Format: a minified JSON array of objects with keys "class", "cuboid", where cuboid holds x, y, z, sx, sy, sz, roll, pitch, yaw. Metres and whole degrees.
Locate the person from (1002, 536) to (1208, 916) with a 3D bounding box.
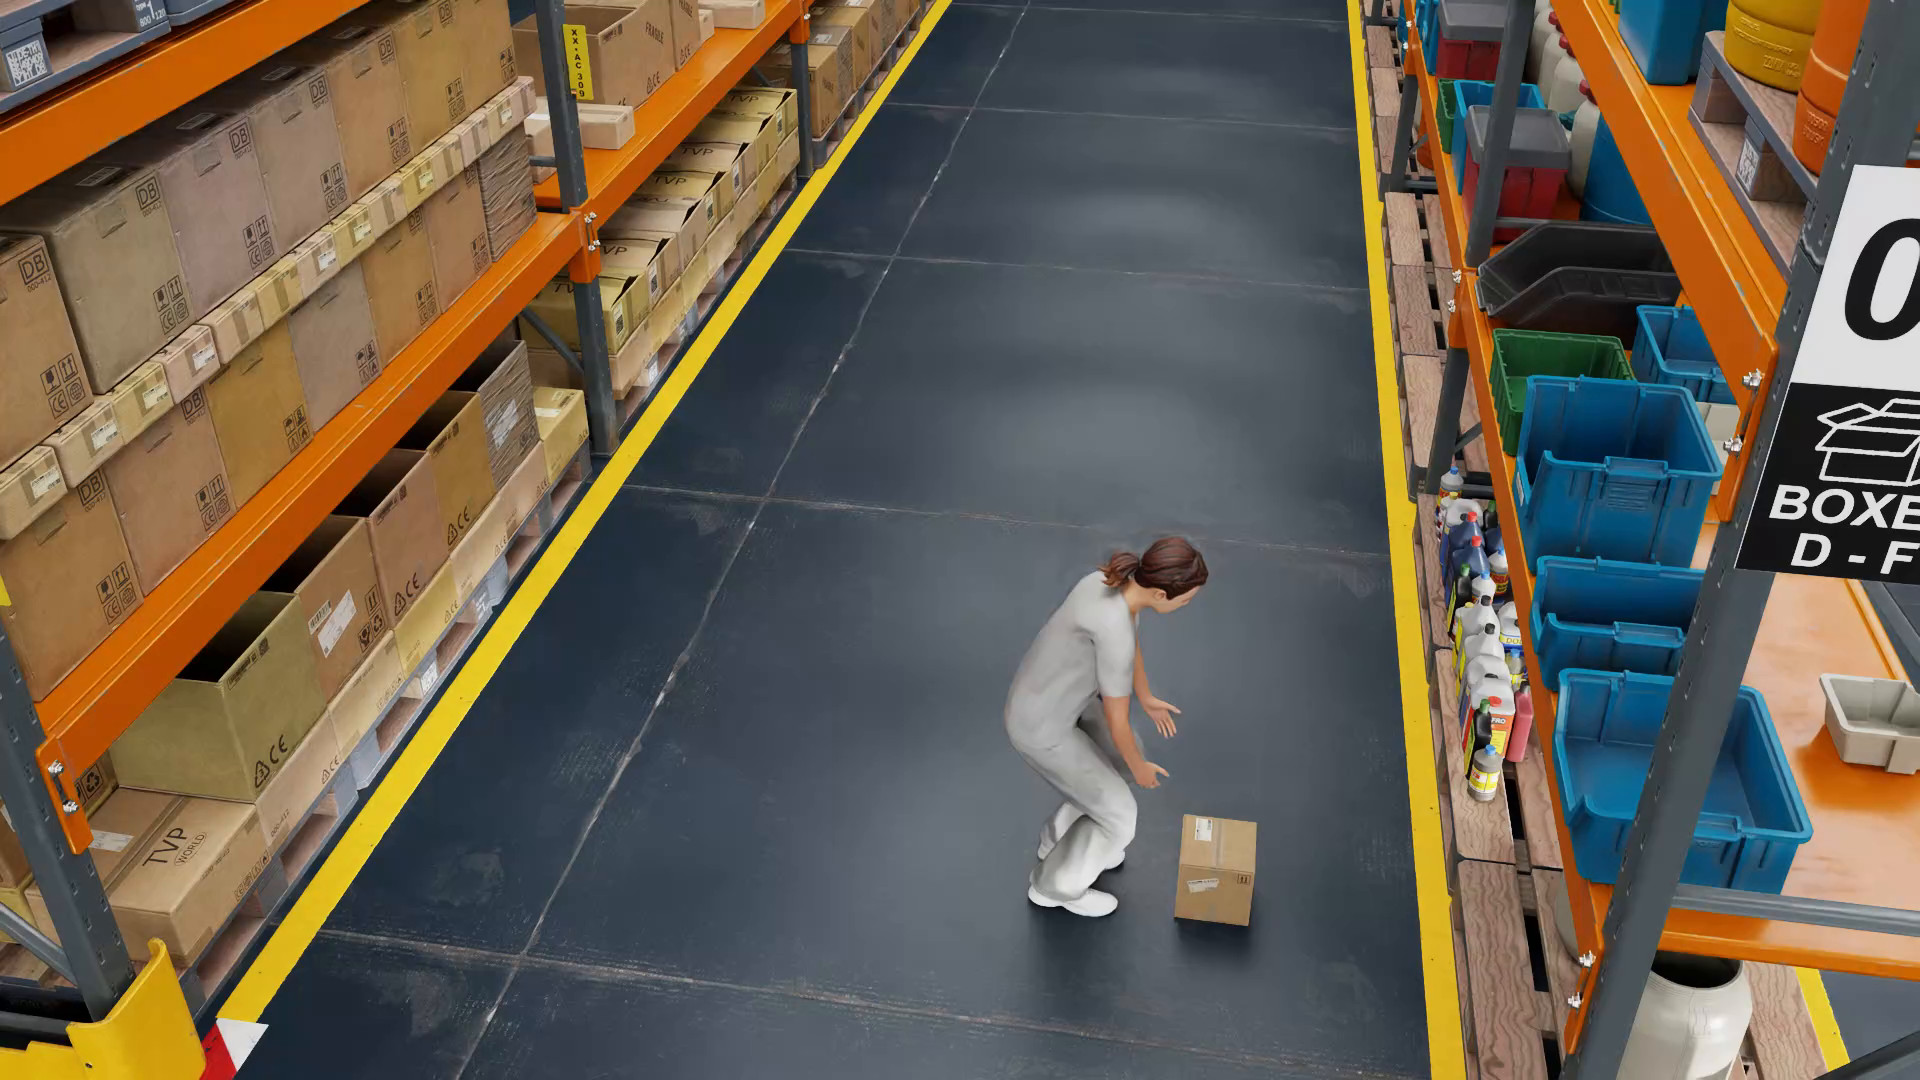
[{"class":"person","cuboid":[0.458,0.585,5.468,0.616,1.417,0.490,5,33,8]}]
